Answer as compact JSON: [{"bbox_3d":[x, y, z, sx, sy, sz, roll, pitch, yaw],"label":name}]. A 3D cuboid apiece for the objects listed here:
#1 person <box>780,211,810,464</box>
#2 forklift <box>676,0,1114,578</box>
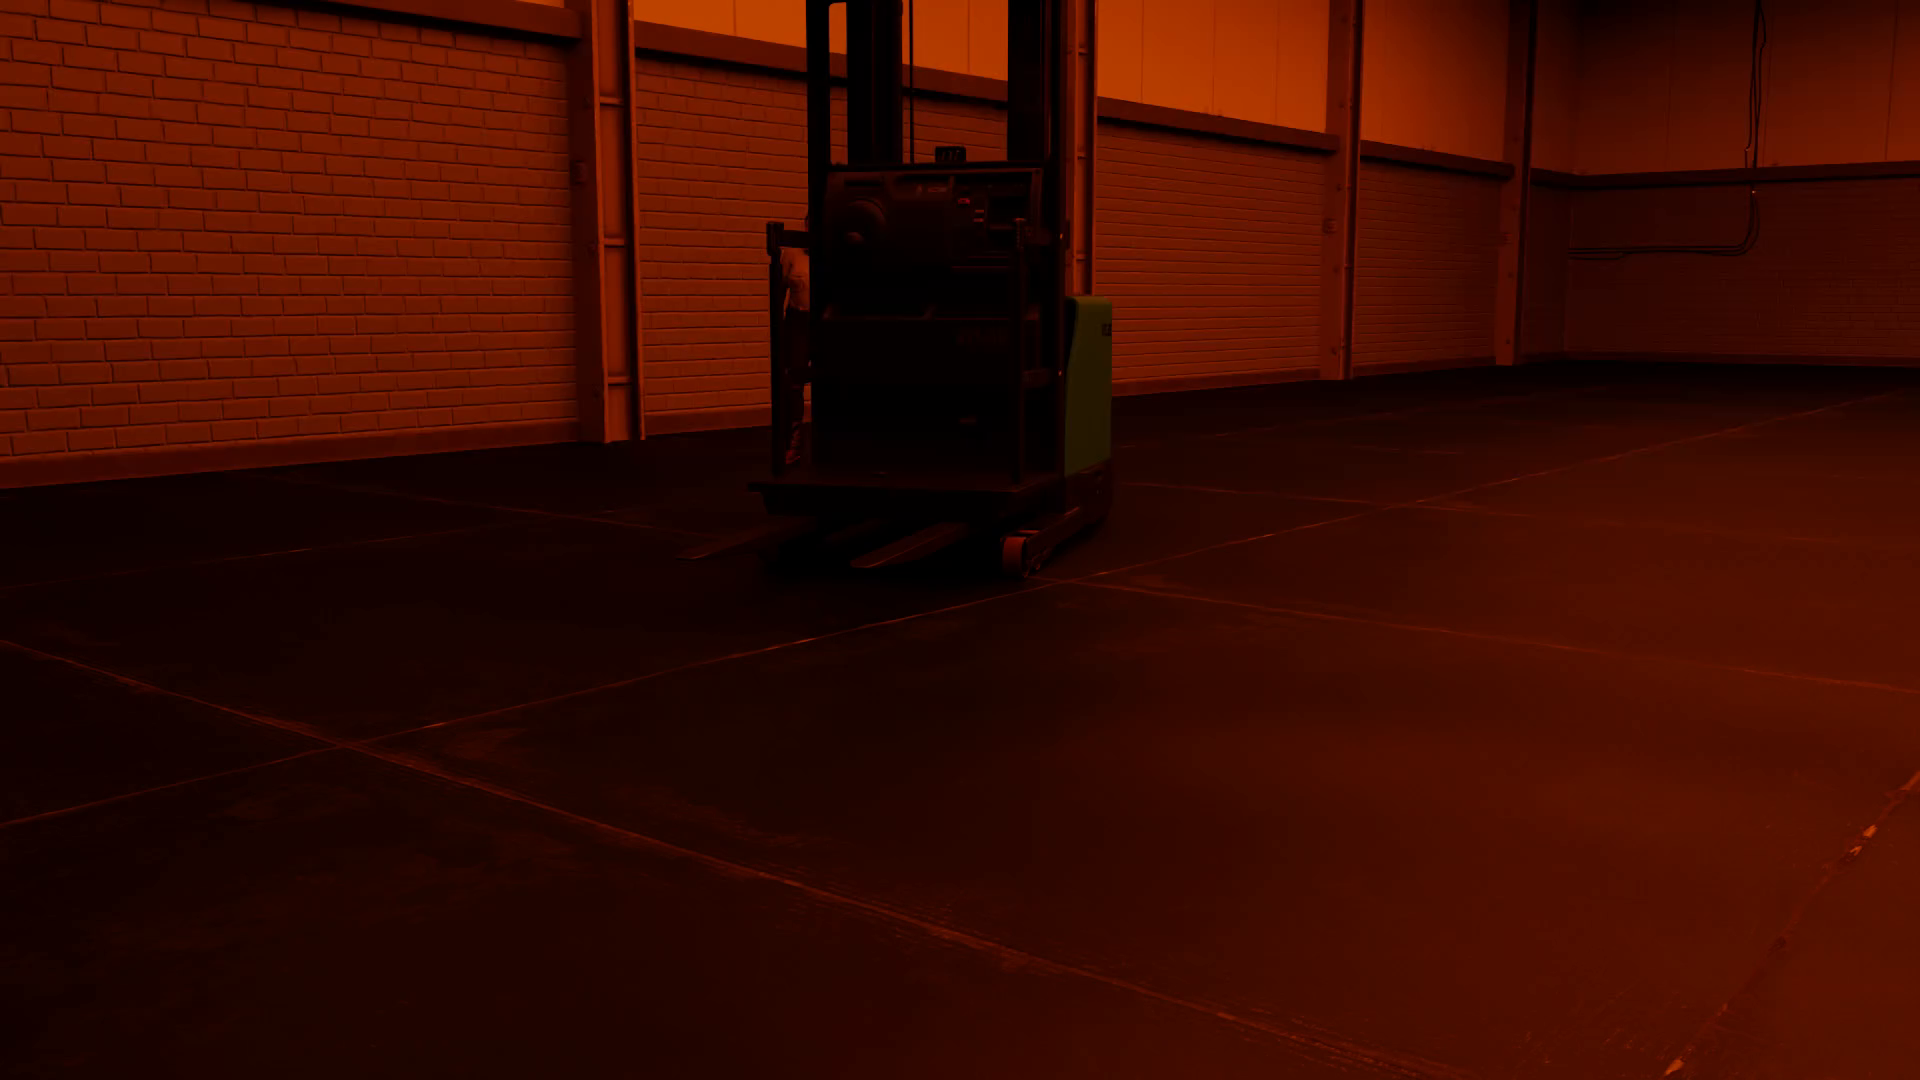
[{"bbox_3d":[-0.926,-1.340,10.886,0.627,1.657,0.431,-1,8,-8],"label":"person"},{"bbox_3d":[-0.176,-1.366,6.616,1.130,2.935,3.031,3,9,17],"label":"forklift"}]
